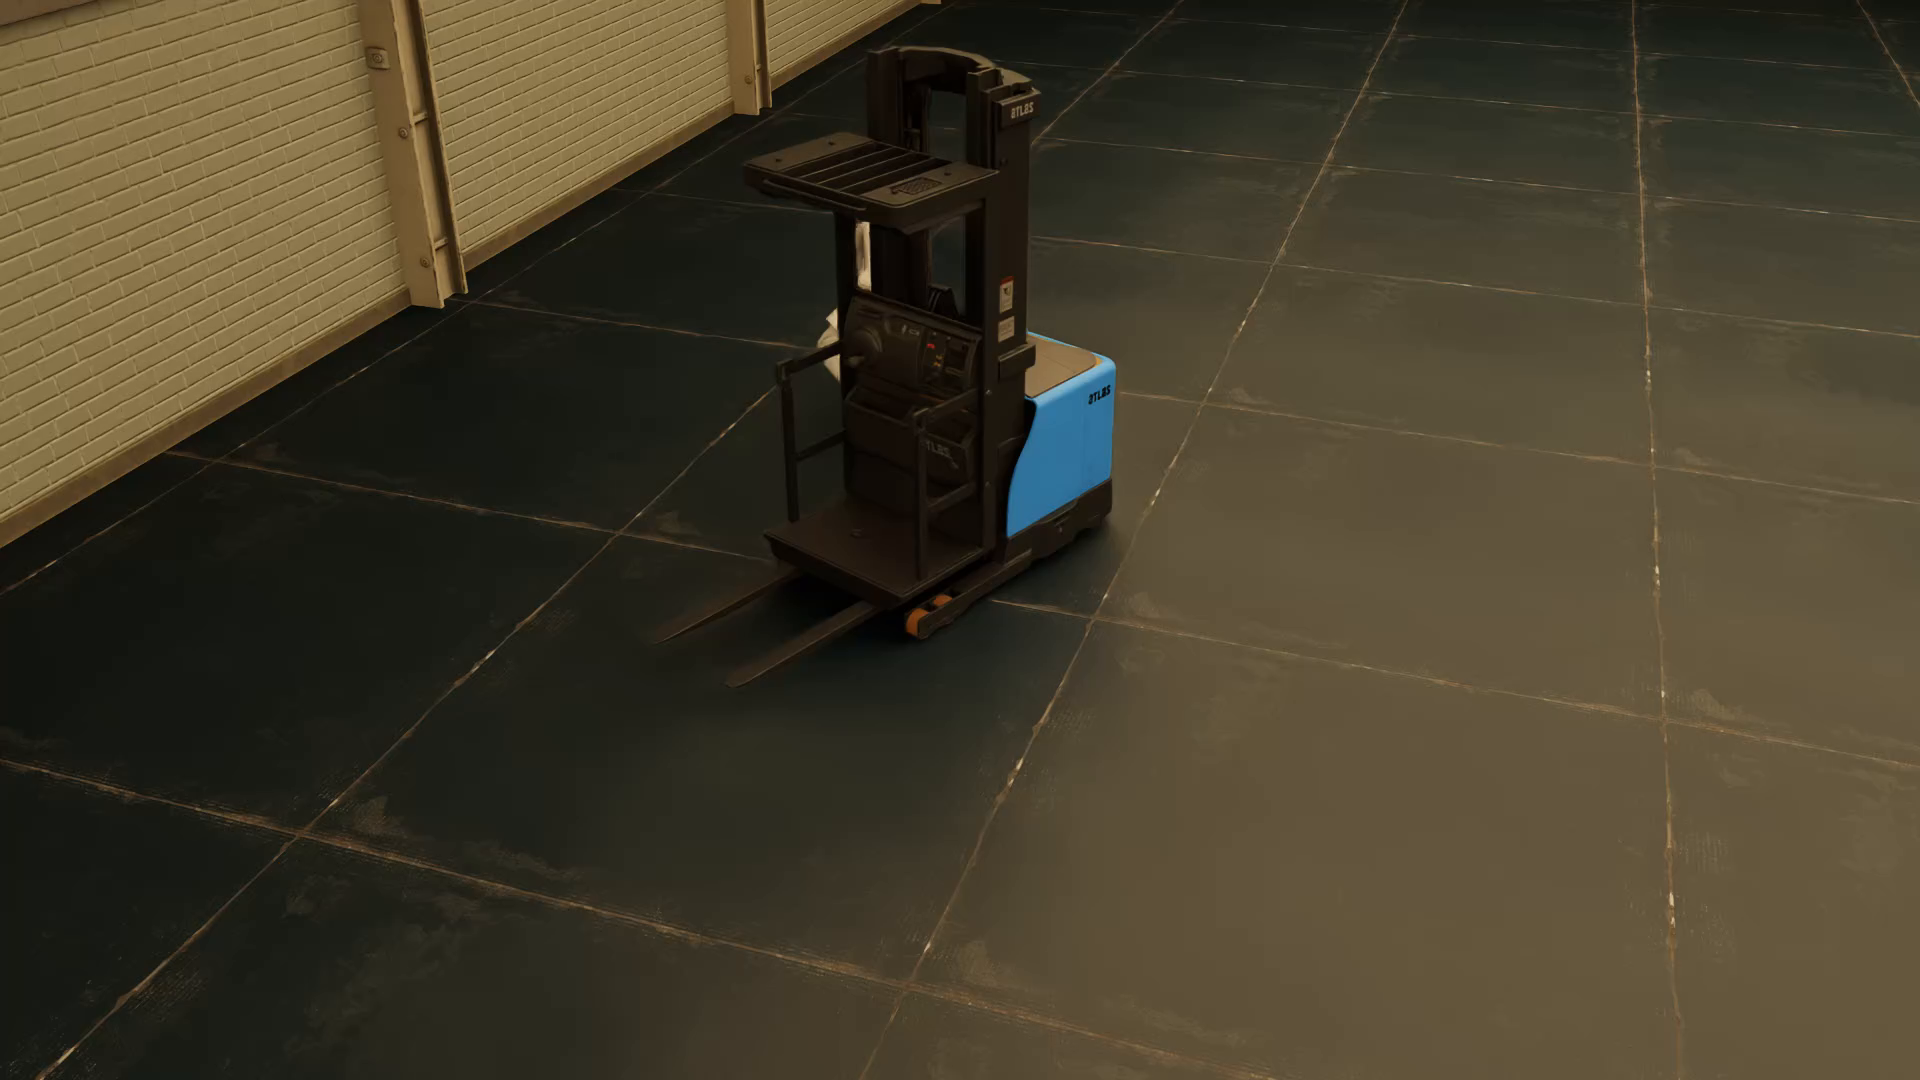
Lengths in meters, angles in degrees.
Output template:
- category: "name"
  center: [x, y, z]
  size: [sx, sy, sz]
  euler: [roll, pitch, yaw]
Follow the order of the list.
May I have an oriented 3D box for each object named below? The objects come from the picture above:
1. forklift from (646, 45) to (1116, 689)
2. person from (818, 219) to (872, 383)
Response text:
- category: "forklift"
  center: [-0.409, -1.011, 8.910]
  size: [1.130, 2.935, 3.031]
  euler: [23, 37, 35]
- category: "person"
  center: [-0.624, -1.655, 11.402]
  size: [0.542, 1.658, 1.120]
  euler: [8, 31, 13]
